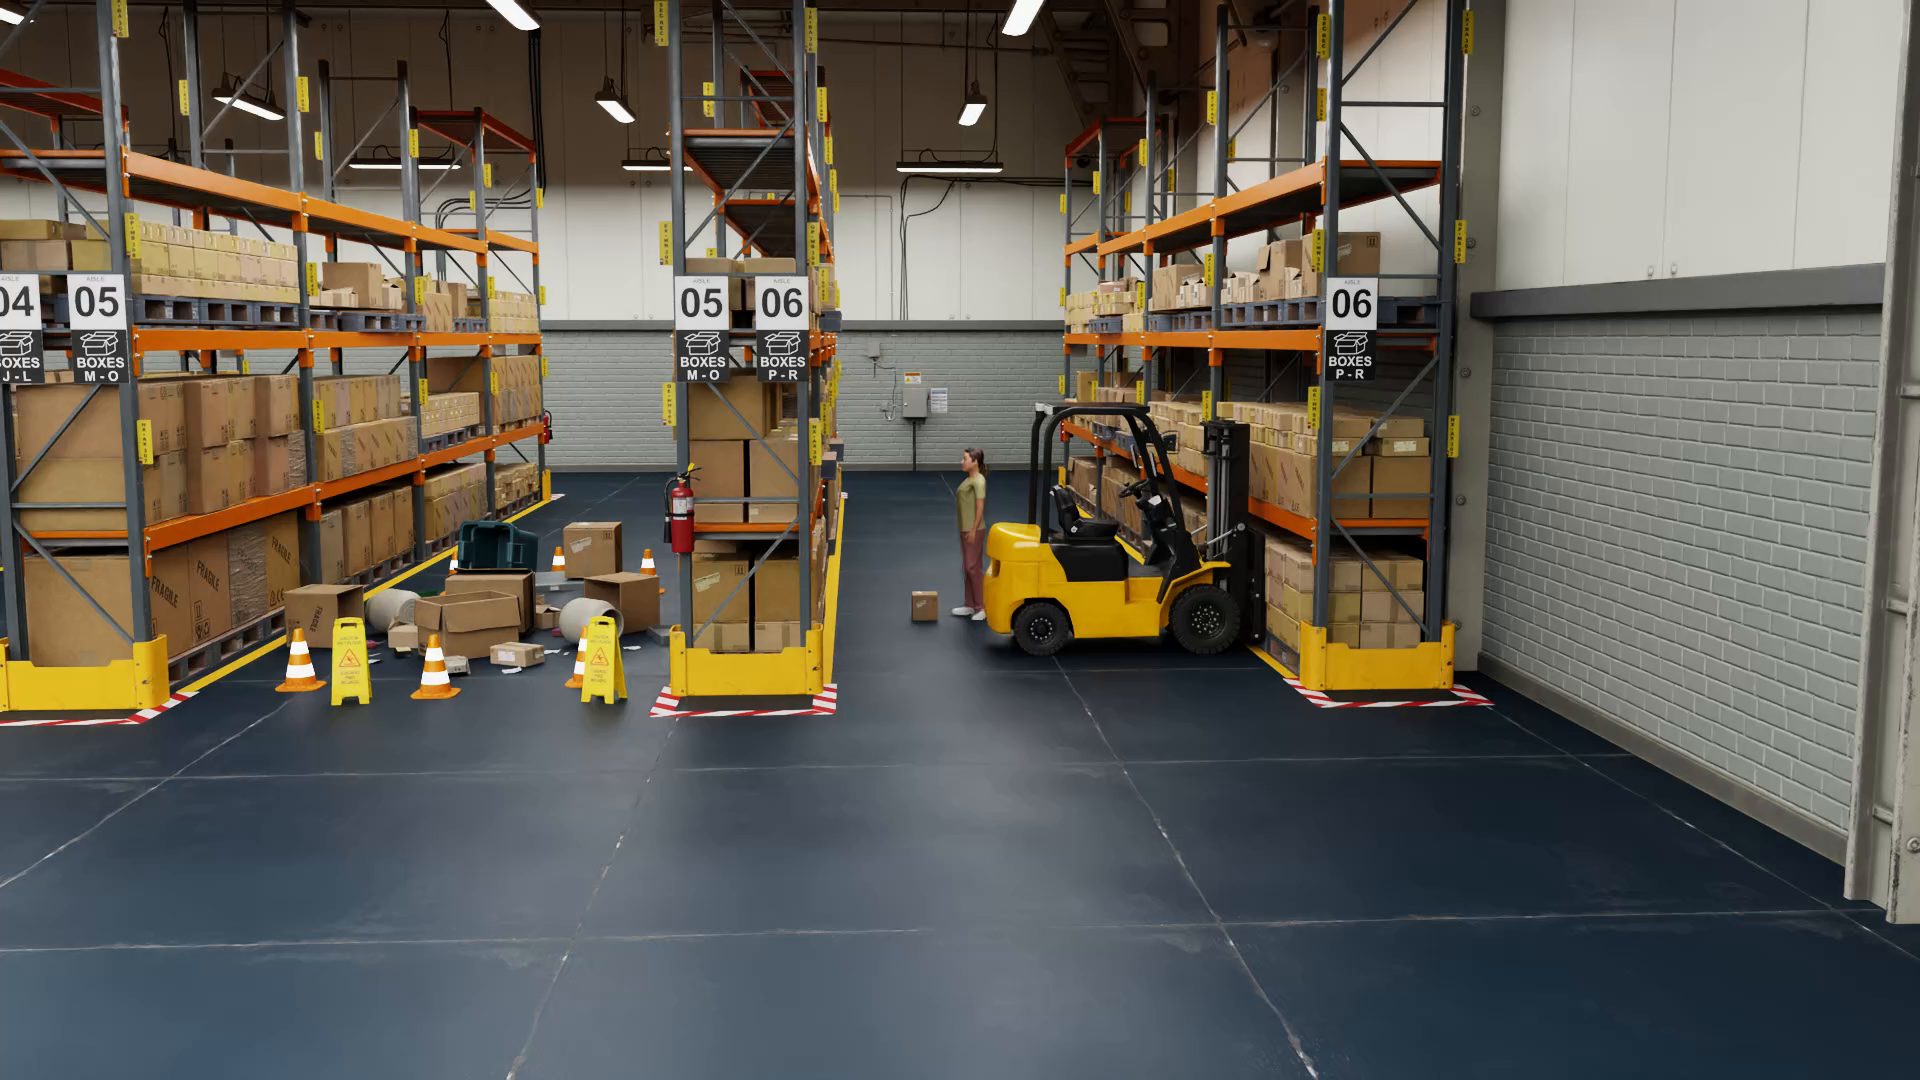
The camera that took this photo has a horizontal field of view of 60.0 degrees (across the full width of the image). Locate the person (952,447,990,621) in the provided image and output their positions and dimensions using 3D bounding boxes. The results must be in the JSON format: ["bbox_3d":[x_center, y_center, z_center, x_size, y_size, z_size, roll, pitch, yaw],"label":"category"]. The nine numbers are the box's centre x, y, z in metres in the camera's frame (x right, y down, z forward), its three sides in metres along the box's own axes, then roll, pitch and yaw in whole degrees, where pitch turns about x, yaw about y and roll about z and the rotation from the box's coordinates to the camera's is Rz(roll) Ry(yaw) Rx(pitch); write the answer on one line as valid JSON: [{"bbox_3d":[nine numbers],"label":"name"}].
[{"bbox_3d":[0.128,-0.065,16.319,0.378,1.690,0.465,-1,7,-10],"label":"person"}]
